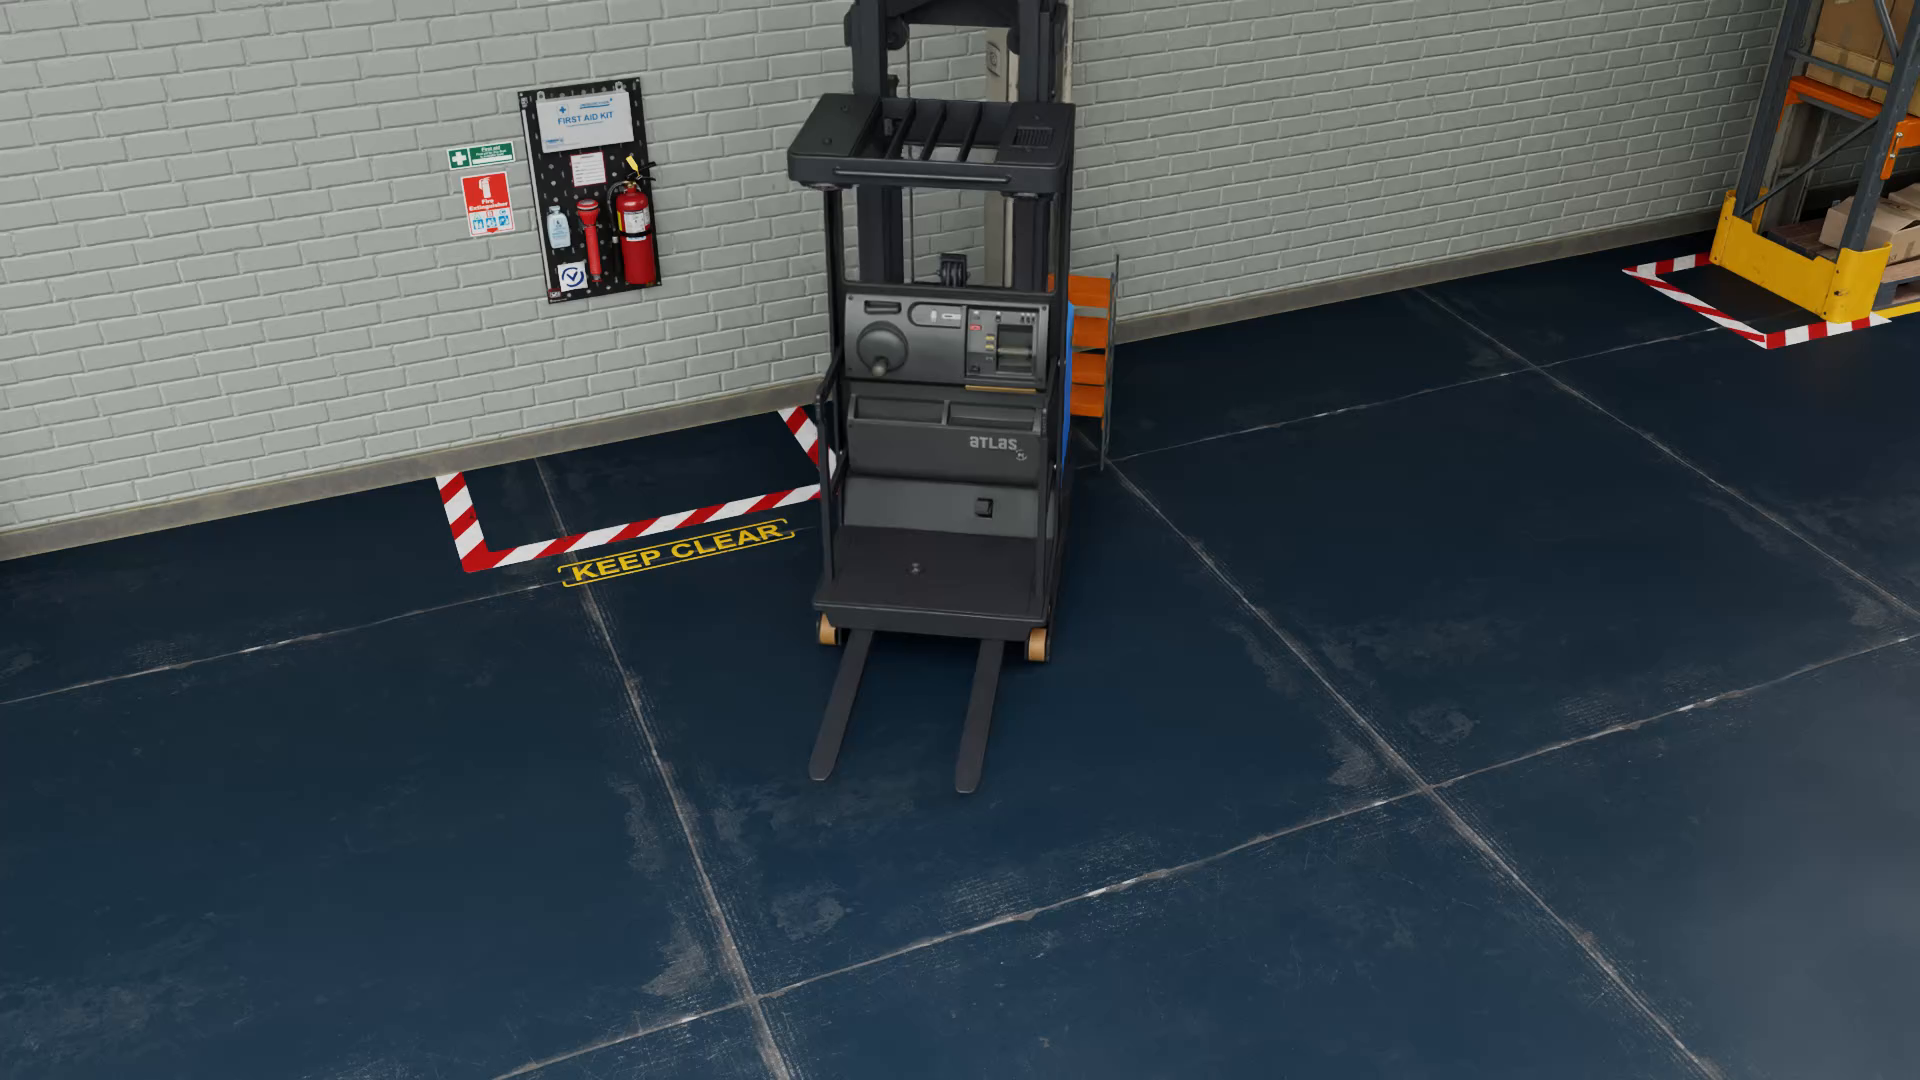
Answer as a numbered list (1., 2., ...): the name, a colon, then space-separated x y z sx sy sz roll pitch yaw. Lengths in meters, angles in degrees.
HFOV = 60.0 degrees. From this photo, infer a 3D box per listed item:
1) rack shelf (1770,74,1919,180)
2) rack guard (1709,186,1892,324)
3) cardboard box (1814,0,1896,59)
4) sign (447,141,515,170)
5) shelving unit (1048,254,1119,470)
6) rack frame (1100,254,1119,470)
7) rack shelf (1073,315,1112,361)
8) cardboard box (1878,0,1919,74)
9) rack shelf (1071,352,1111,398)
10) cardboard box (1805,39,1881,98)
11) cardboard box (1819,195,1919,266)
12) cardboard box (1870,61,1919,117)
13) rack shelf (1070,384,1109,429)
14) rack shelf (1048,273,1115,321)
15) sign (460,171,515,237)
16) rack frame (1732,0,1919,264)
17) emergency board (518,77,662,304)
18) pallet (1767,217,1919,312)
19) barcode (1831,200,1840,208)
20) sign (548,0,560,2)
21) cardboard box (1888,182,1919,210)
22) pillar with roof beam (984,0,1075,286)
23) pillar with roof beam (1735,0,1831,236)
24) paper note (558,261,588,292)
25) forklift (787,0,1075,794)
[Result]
1. rack shelf: 7.453 -3.105 11.431 4.000 0.370 1.077 -13 35 -19
2. rack guard: 5.679 -1.953 11.292 0.348 0.500 1.175 -13 35 -19
3. cardboard box: 5.962 -3.450 10.734 0.500 0.500 0.500 -13 35 -19
4. sign: -2.448 -1.966 8.503 0.331 0.109 0.001 -13 35 -19
5. shelving unit: 0.583 -0.989 9.170 0.503 1.200 0.258 6 34 10
6. rack frame: 0.822 -0.962 9.129 0.015 1.200 0.240 6 34 10
7. rack shelf: 0.583 -1.120 9.085 0.480 0.148 0.258 6 34 10
8. cardboard box: 6.166 -3.194 10.340 0.500 0.500 0.500 -13 35 -19
9. rack shelf: 0.583 -0.933 9.207 0.480 0.148 0.258 6 34 10
10. cardboard box: 5.965 -3.126 10.923 0.500 0.250 0.500 -12 35 -18
11. cardboard box: 6.282 -2.142 11.354 0.500 0.311 0.500 -17 37 -24
12. cardboard box: 6.182 -2.873 10.534 0.500 0.250 0.500 -14 36 -20
13. rack shelf: 0.583 -0.767 9.315 0.480 0.148 0.258 6 34 10
14. rack shelf: 0.583 -1.319 8.956 0.480 0.148 0.258 6 34 10
15. sign: -2.455 -1.748 8.653 0.234 0.329 0.001 -13 35 -19
16. rack frame: 5.609 -2.984 10.586 0.127 3.000 1.000 -13 35 -19
17. emergency board: -1.906 -1.798 8.762 0.643 1.169 0.194 -13 35 -19
18. pallet: 6.442 -1.985 11.608 1.213 0.211 1.003 -13 35 -19
19. barcode: 6.144 -2.351 11.667 0.075 0.075 0.001 -13 35 -19
20. sign: -1.952 -2.818 8.205 0.199 0.298 0.001 -13 35 -19
21. cardboard box: 6.808 -2.263 11.539 0.500 0.311 0.500 -10 34 -15
22. pillar with roof beam: 2.054 -2.650 4.572 0.400 9.000 9.100 -13 35 -19
23. pillar with roof beam: 7.586 -3.917 6.519 0.400 9.000 9.100 -13 35 -19
24. paper note: -2.096 -1.426 8.999 0.142 0.148 0.016 -13 35 -19
25. forklift: -0.088 -0.856 7.377 1.130 2.935 3.031 4 33 6
